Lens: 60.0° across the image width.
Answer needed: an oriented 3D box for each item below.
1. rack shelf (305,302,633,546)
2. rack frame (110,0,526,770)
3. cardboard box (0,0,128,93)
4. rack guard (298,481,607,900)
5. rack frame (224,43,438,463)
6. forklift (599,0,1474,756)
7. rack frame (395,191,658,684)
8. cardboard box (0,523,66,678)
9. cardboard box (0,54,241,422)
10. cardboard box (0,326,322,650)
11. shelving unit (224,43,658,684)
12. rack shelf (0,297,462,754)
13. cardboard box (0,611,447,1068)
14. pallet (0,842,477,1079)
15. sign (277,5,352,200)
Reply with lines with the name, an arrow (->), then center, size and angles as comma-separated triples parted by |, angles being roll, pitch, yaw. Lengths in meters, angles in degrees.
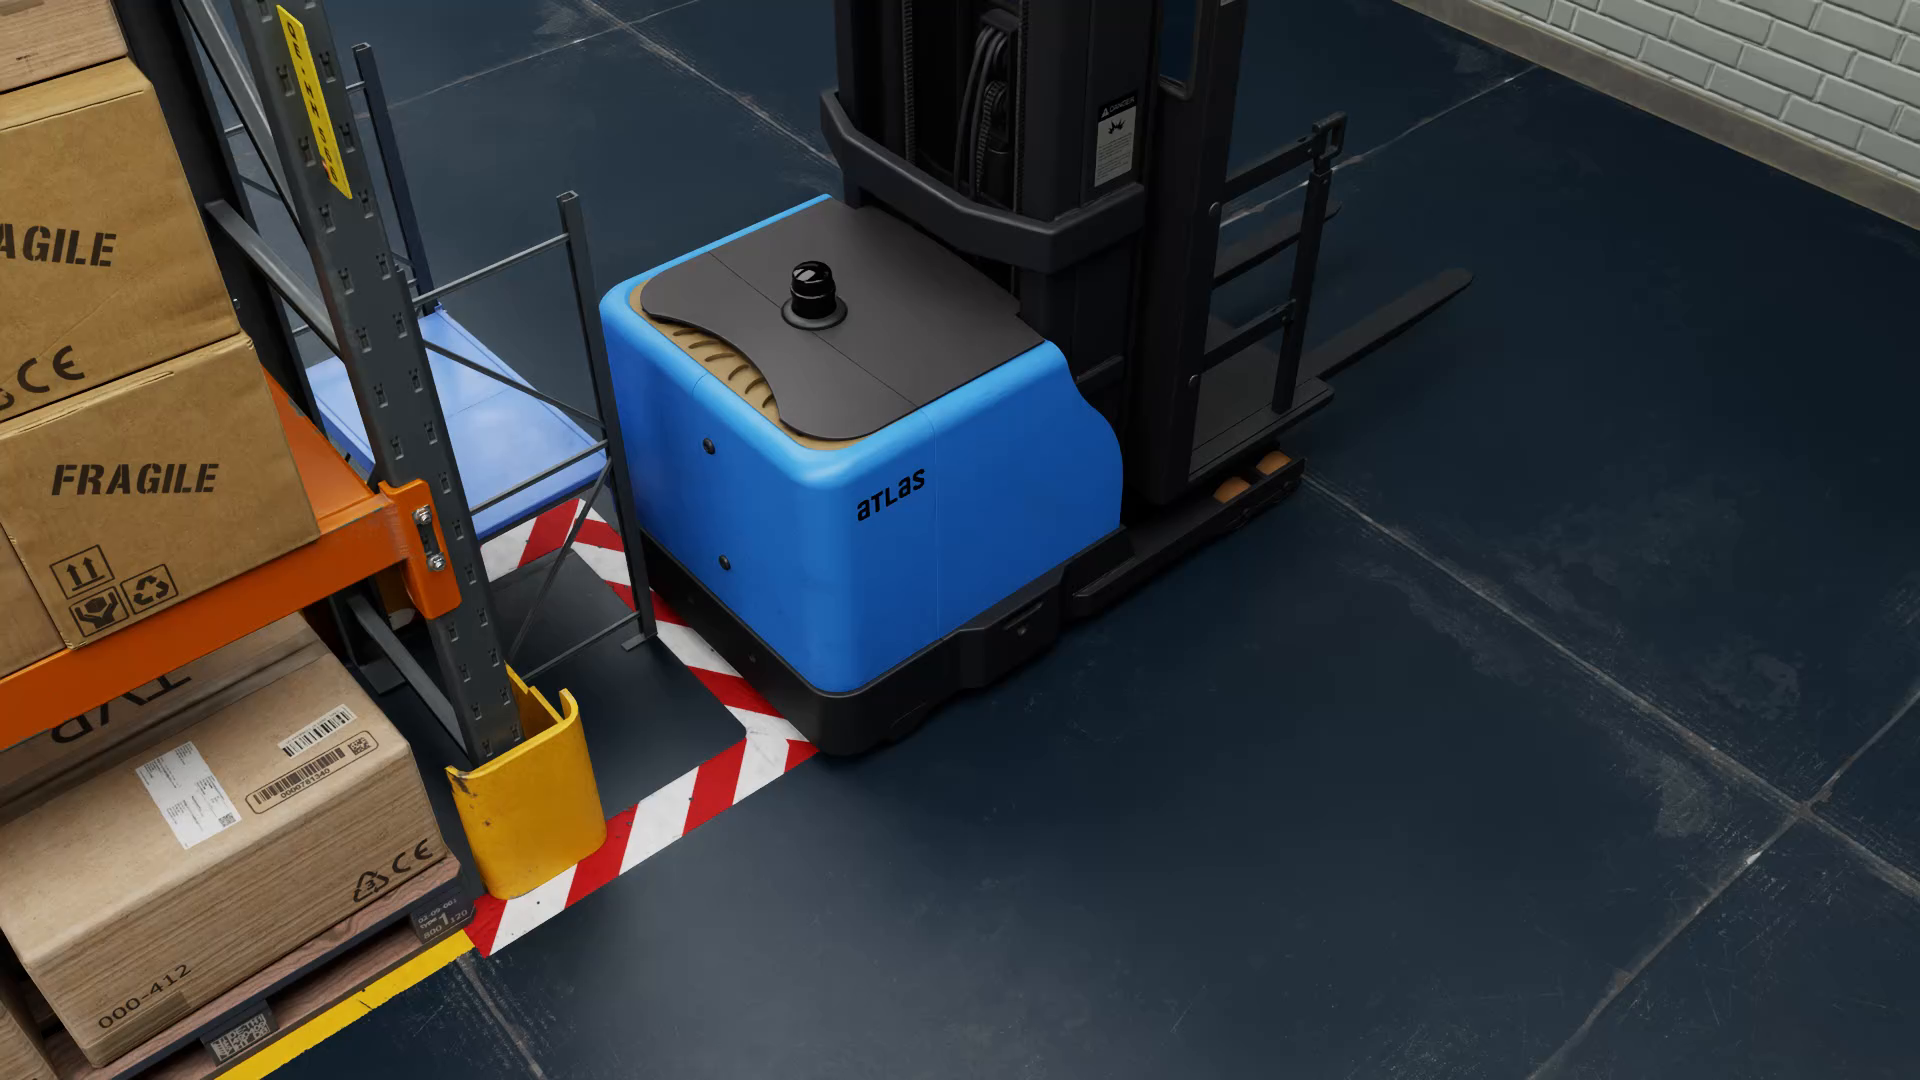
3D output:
rack shelf -> -1.436, -0.286, 4.721 | 0.538, 0.185, 1.000 | -32, 52, -29
rack frame -> -1.435, -0.523, 3.615 | 0.127, 3.000, 1.000 | -30, 51, -28
cardboard box -> -1.582, -0.897, 2.737 | 0.250, 0.149, 0.380 | -29, 50, -27
rack guard -> -1.416, 0.378, 4.482 | 0.348, 0.500, 1.175 | -30, 51, -28
rack frame -> -1.779, -0.674, 4.872 | 0.500, 1.500, 0.032 | -32, 52, -29
forklift -> 0.473, -1.348, 4.544 | 3.031, 2.935, 1.130 | -31, 51, -28
rack frame -> -1.094, -0.160, 4.324 | 0.500, 1.500, 0.032 | -32, 52, -29
cardboard box -> -2.030, 0.004, 2.981 | 0.500, 0.500, 0.500 | -31, 51, -29
cardboard box -> -1.652, -0.587, 2.880 | 0.500, 0.500, 0.500 | -28, 50, -27
cardboard box -> -1.635, -0.208, 3.208 | 0.500, 0.500, 0.500 | -30, 51, -28
shelving unit -> -1.436, -0.417, 4.598 | 0.538, 1.500, 1.048 | -32, 52, -29
rack shelf -> -2.969, 0.618, 2.926 | 4.000, 0.370, 1.077 | -30, 51, -28
cardboard box -> -1.877, 0.601, 3.984 | 0.875, 0.438, 0.875 | -32, 52, -29
pallet -> -1.998, 0.886, 4.152 | 1.213, 0.211, 1.003 | -30, 51, -28
sign -> -1.097, -0.740, 2.828 | 0.005, 0.325, 0.100 | -30, 51, -28
